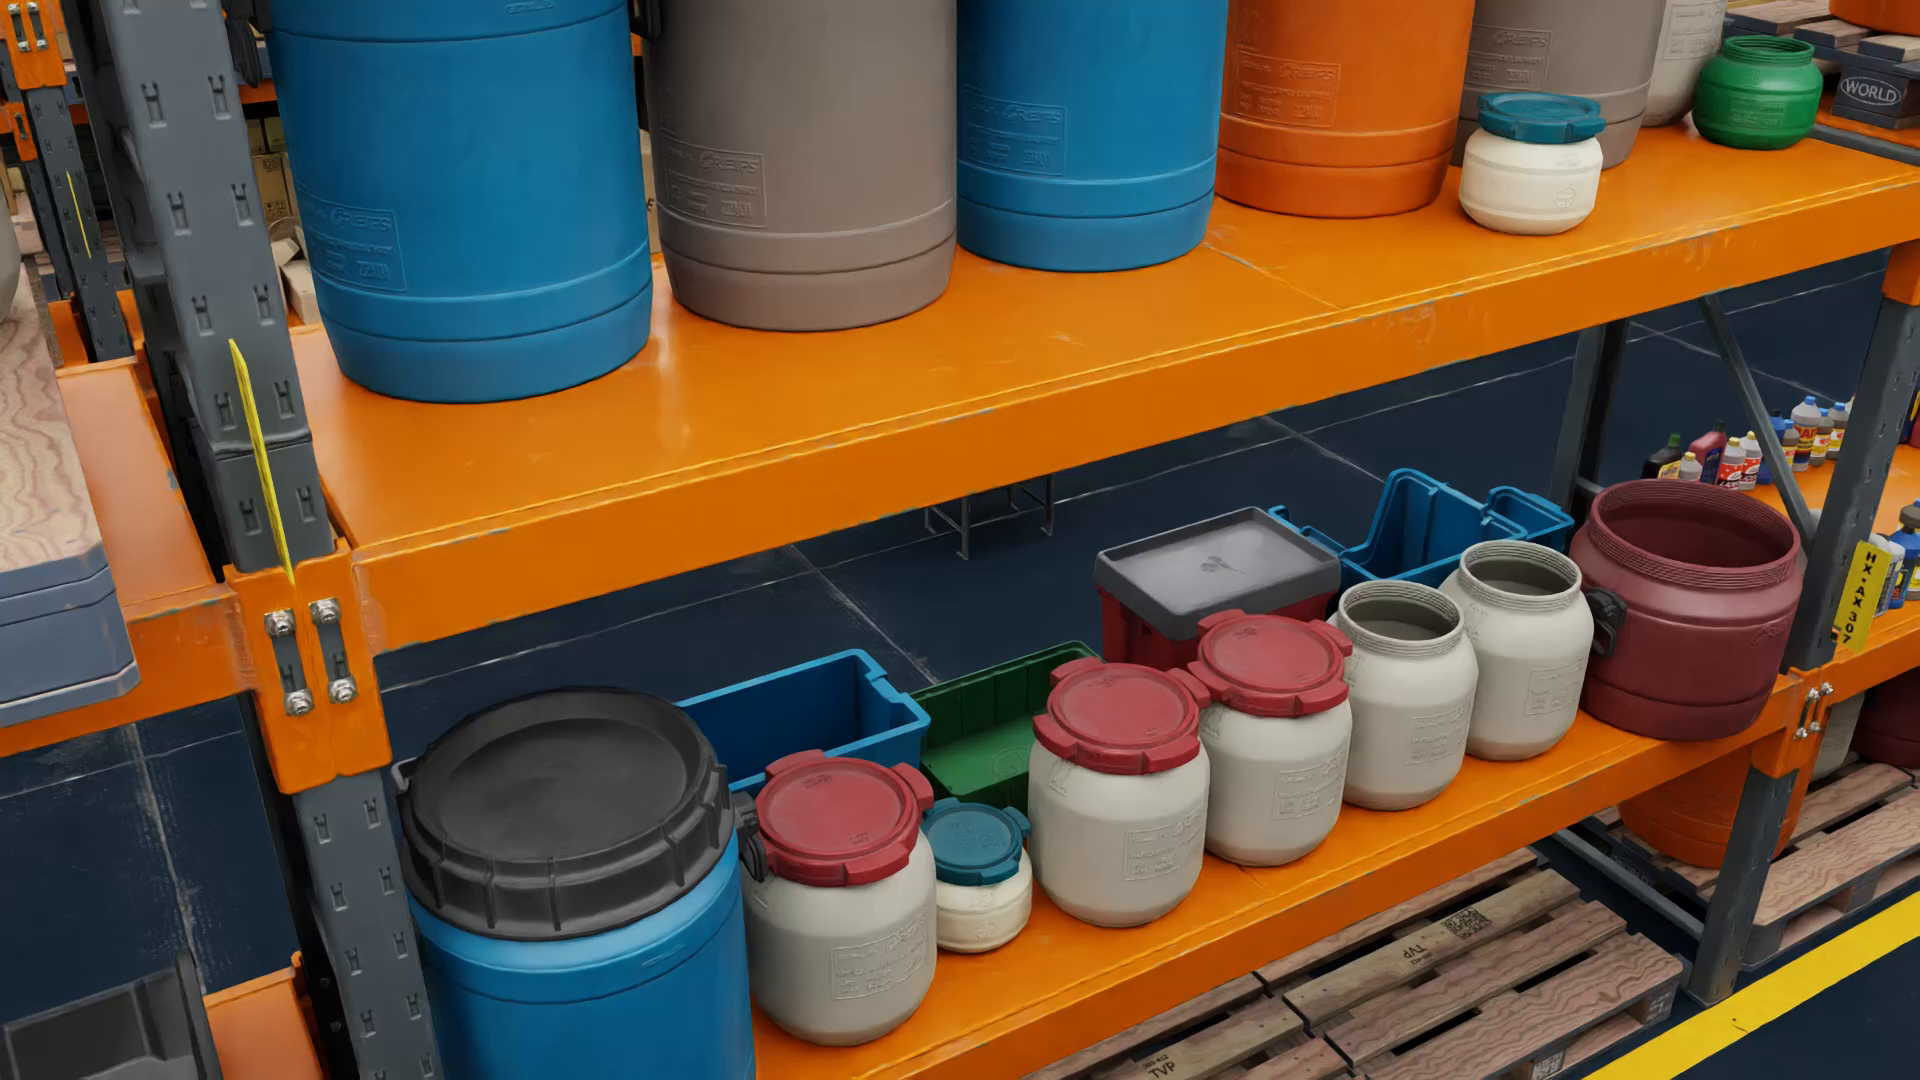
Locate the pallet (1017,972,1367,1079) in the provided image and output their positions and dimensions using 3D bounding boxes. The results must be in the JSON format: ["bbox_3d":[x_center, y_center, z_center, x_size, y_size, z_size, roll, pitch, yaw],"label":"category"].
[{"bbox_3d":[0.513,1.697,4.957,1.213,0.211,1.003,-16,33,-26],"label":"pallet"}]

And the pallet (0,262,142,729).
[{"bbox_3d":[-1.770,-0.029,2.288,1.003,0.211,1.213,-16,33,-26],"label":"pallet"}]

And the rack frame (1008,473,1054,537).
[{"bbox_3d":[0.353,-1.020,7.924,0.015,2.100,0.400,-16,33,-26],"label":"rack frame"}]

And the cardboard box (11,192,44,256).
[{"bbox_3d":[-3.830,-1.252,6.639,0.250,0.149,0.380,-16,33,-26],"label":"cardboard box"}]

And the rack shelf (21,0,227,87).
[{"bbox_3d":[-1.980,-2.568,7.438,4.000,0.370,1.077,-16,33,-26],"label":"rack shelf"}]

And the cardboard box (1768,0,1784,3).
[{"bbox_3d":[5.515,-3.590,11.546,0.500,0.500,0.500,-16,32,-26],"label":"cardboard box"}]

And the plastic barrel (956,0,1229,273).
[{"bbox_3d":[0.259,-1.083,3.485,0.708,0.901,0.600,-16,33,-26],"label":"plastic barrel"}]

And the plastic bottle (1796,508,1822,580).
[{"bbox_3d":[2.711,0.025,5.228,0.135,0.276,0.152,-16,33,-26],"label":"plastic bottle"}]

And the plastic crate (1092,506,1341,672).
[{"bbox_3d":[0.703,0.246,4.634,0.583,0.464,0.402,-16,33,-26],"label":"plastic crate"}]

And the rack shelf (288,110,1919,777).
[{"bbox_3d":[0.527,-0.503,3.697,4.000,0.370,1.077,-16,33,-26],"label":"rack shelf"}]

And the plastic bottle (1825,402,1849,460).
[{"bbox_3d":[3.195,-0.404,6.084,0.097,0.201,0.097,0,29,0],"label":"plastic bottle"}]

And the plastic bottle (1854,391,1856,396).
[{"bbox_3d":[3.369,-0.500,6.172,0.133,0.283,0.061,-16,33,-26],"label":"plastic bottle"}]

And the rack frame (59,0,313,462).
[{"bbox_3d":[-1.198,-1.642,1.912,0.127,3.000,1.000,-16,33,-26],"label":"rack frame"}]

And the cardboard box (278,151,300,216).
[{"bbox_3d":[-4.710,-2.683,12.139,0.500,0.500,0.700,-15,32,-26],"label":"cardboard box"}]

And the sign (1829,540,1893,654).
[{"bbox_3d":[2.536,0.162,4.684,0.005,0.325,0.100,-16,33,-26],"label":"sign"}]

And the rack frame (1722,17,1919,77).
[{"bbox_3d":[2.251,-2.621,3.686,0.127,3.000,1.000,-16,33,-26],"label":"rack frame"}]

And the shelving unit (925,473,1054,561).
[{"bbox_3d":[0.143,-0.960,7.816,0.503,2.100,0.431,-16,33,-26],"label":"shelving unit"}]

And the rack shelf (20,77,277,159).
[{"bbox_3d":[-4.492,-3.317,11.900,4.000,0.370,1.077,-16,33,-26],"label":"rack shelf"}]

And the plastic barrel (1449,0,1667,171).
[{"bbox_3d":[1.433,-1.417,4.089,0.600,0.901,0.600,0,29,0],"label":"plastic barrel"}]

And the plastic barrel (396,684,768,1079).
[{"bbox_3d":[-0.711,0.797,3.183,0.708,0.901,0.600,-16,33,-26],"label":"plastic barrel"}]

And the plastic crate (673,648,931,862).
[{"bbox_3d":[-0.404,0.592,4.089,0.575,0.384,0.392,-16,33,-26],"label":"plastic crate"}]

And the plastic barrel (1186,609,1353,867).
[{"bbox_3d":[0.744,0.497,4.104,0.433,0.535,0.433,0,29,0],"label":"plastic barrel"}]

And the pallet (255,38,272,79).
[{"bbox_3d":[-4.454,-3.536,11.751,1.213,0.211,1.003,-16,33,-26],"label":"pallet"}]

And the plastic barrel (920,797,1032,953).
[{"bbox_3d":[0.021,0.785,3.866,0.301,0.262,0.301,0,29,0],"label":"plastic barrel"}]

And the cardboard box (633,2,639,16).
[{"bbox_3d":[-2.367,-4.004,12.641,0.250,0.149,0.380,-16,33,-27],"label":"cardboard box"}]

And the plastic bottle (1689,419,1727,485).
[{"bbox_3d":[2.583,-0.277,5.767,0.133,0.283,0.061,-16,33,-26],"label":"plastic bottle"}]

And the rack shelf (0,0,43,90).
[{"bbox_3d":[-5.428,-1.588,5.664,4.000,0.370,1.077,-16,33,-26],"label":"rack shelf"}]

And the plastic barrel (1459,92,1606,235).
[{"bbox_3d":[1.273,-0.839,3.704,0.301,0.262,0.301,0,29,0],"label":"plastic barrel"}]

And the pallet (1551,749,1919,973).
[{"bbox_3d":[2.910,1.016,6.190,1.213,0.211,1.003,-16,33,-26],"label":"pallet"}]

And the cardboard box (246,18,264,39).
[{"bbox_3d":[-4.723,-3.797,11.467,0.500,0.500,0.700,-11,31,-20],"label":"cardboard box"}]

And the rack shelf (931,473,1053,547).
[{"bbox_3d":[0.143,-0.335,8.161,0.480,0.518,0.431,-16,33,-26],"label":"rack shelf"}]

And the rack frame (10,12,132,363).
[{"bbox_3d":[-3.704,-1.080,7.102,0.127,3.000,1.000,-16,33,-26],"label":"rack frame"}]

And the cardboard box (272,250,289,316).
[{"bbox_3d":[-3.302,-1.153,7.389,0.500,0.250,0.500,-14,32,-23],"label":"cardboard box"}]

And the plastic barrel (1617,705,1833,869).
[{"bbox_3d":[2.664,0.645,5.788,0.708,0.830,0.600,-16,33,-26],"label":"plastic barrel"}]

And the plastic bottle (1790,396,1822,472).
[{"bbox_3d":[3.027,-0.387,5.980,0.097,0.271,0.097,0,29,0],"label":"plastic bottle"}]

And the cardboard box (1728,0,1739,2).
[{"bbox_3d":[5.075,-3.897,11.068,0.500,0.500,0.500,-15,32,-25],"label":"cardboard box"}]

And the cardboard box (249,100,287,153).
[{"bbox_3d":[-4.766,-2.994,11.927,0.500,0.250,0.500,-17,33,-28],"label":"cardboard box"}]

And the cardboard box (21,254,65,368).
[{"bbox_3d":[-4.083,-1.012,6.876,0.500,0.500,0.700,-17,33,-28],"label":"cardboard box"}]

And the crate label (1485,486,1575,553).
[{"bbox_3d":[1.698,0.026,5.272,0.416,0.233,0.303,-16,33,-26],"label":"crate label"}]

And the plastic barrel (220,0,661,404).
[{"bbox_3d":[-0.869,-0.763,2.905,0.708,0.901,0.600,-16,33,-26],"label":"plastic barrel"}]

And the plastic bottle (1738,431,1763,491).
[{"bbox_3d":[2.775,-0.285,5.868,0.097,0.201,0.097,0,29,0],"label":"plastic bottle"}]

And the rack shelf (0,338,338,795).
[{"bbox_3d":[-2.922,0.476,1.923,4.000,0.370,1.077,-16,33,-26],"label":"rack shelf"}]

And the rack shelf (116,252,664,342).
[{"bbox_3d":[-1.980,-1.254,8.163,4.000,0.370,1.077,-16,33,-26],"label":"rack shelf"}]

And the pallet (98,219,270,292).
[{"bbox_3d":[-5.546,-2.113,11.860,1.213,0.211,1.003,-16,33,-26],"label":"pallet"}]

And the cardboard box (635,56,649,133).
[{"bbox_3d":[-2.068,-3.489,13.259,0.750,0.750,0.750,-16,33,-27],"label":"cardboard box"}]

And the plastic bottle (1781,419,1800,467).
[{"bbox_3d":[2.943,-0.333,5.954,0.097,0.201,0.097,0,29,0],"label":"plastic bottle"}]

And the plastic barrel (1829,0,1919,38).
[{"bbox_3d":[2.742,-1.817,4.455,0.708,0.830,0.600,-16,33,-26],"label":"plastic barrel"}]

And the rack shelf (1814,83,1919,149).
[{"bbox_3d":[3.975,-1.482,5.472,4.000,0.370,1.077,-16,33,-26],"label":"rack shelf"}]

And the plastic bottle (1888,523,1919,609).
[{"bbox_3d":[2.902,0.074,5.145,0.097,0.271,0.097,0,29,0],"label":"plastic bottle"}]

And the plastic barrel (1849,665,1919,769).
[{"bbox_3d":[3.638,0.474,6.347,0.708,0.588,0.600,-16,33,-26],"label":"plastic barrel"}]

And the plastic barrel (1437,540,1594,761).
[{"bbox_3d":[1.472,0.297,4.491,0.421,0.512,0.421,0,29,0],"label":"plastic barrel"}]

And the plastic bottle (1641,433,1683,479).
[{"bbox_3d":[2.384,-0.220,5.665,0.133,0.283,0.061,-16,33,-26],"label":"plastic bottle"}]

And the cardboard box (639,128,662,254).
[{"bbox_3d":[-1.694,-1.685,8.095,0.500,0.500,0.500,-18,34,-29],"label":"cardboard box"}]
